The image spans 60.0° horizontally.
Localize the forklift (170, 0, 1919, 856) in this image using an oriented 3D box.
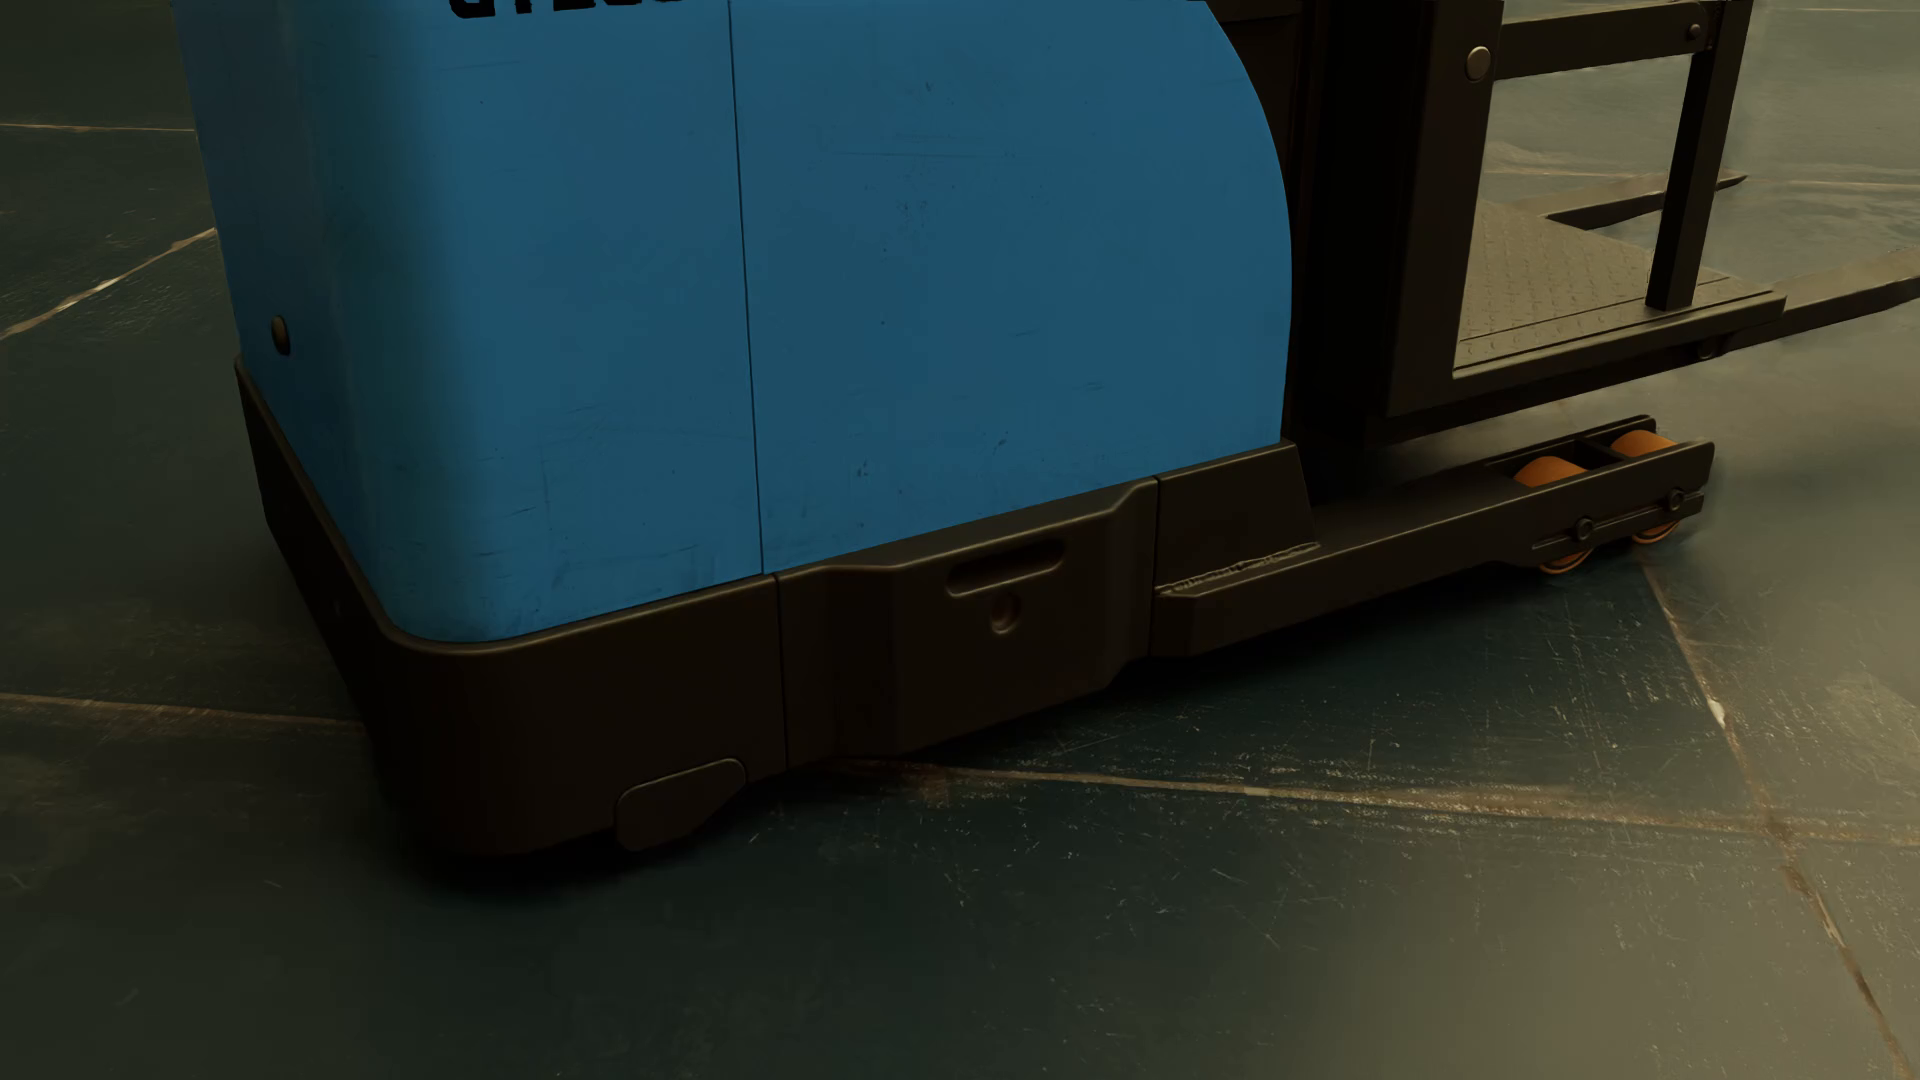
[{"bbox_3d":[0.526,-1.451,2.124,3.031,2.935,1.130,-15,30,-27],"label":"forklift"}]
